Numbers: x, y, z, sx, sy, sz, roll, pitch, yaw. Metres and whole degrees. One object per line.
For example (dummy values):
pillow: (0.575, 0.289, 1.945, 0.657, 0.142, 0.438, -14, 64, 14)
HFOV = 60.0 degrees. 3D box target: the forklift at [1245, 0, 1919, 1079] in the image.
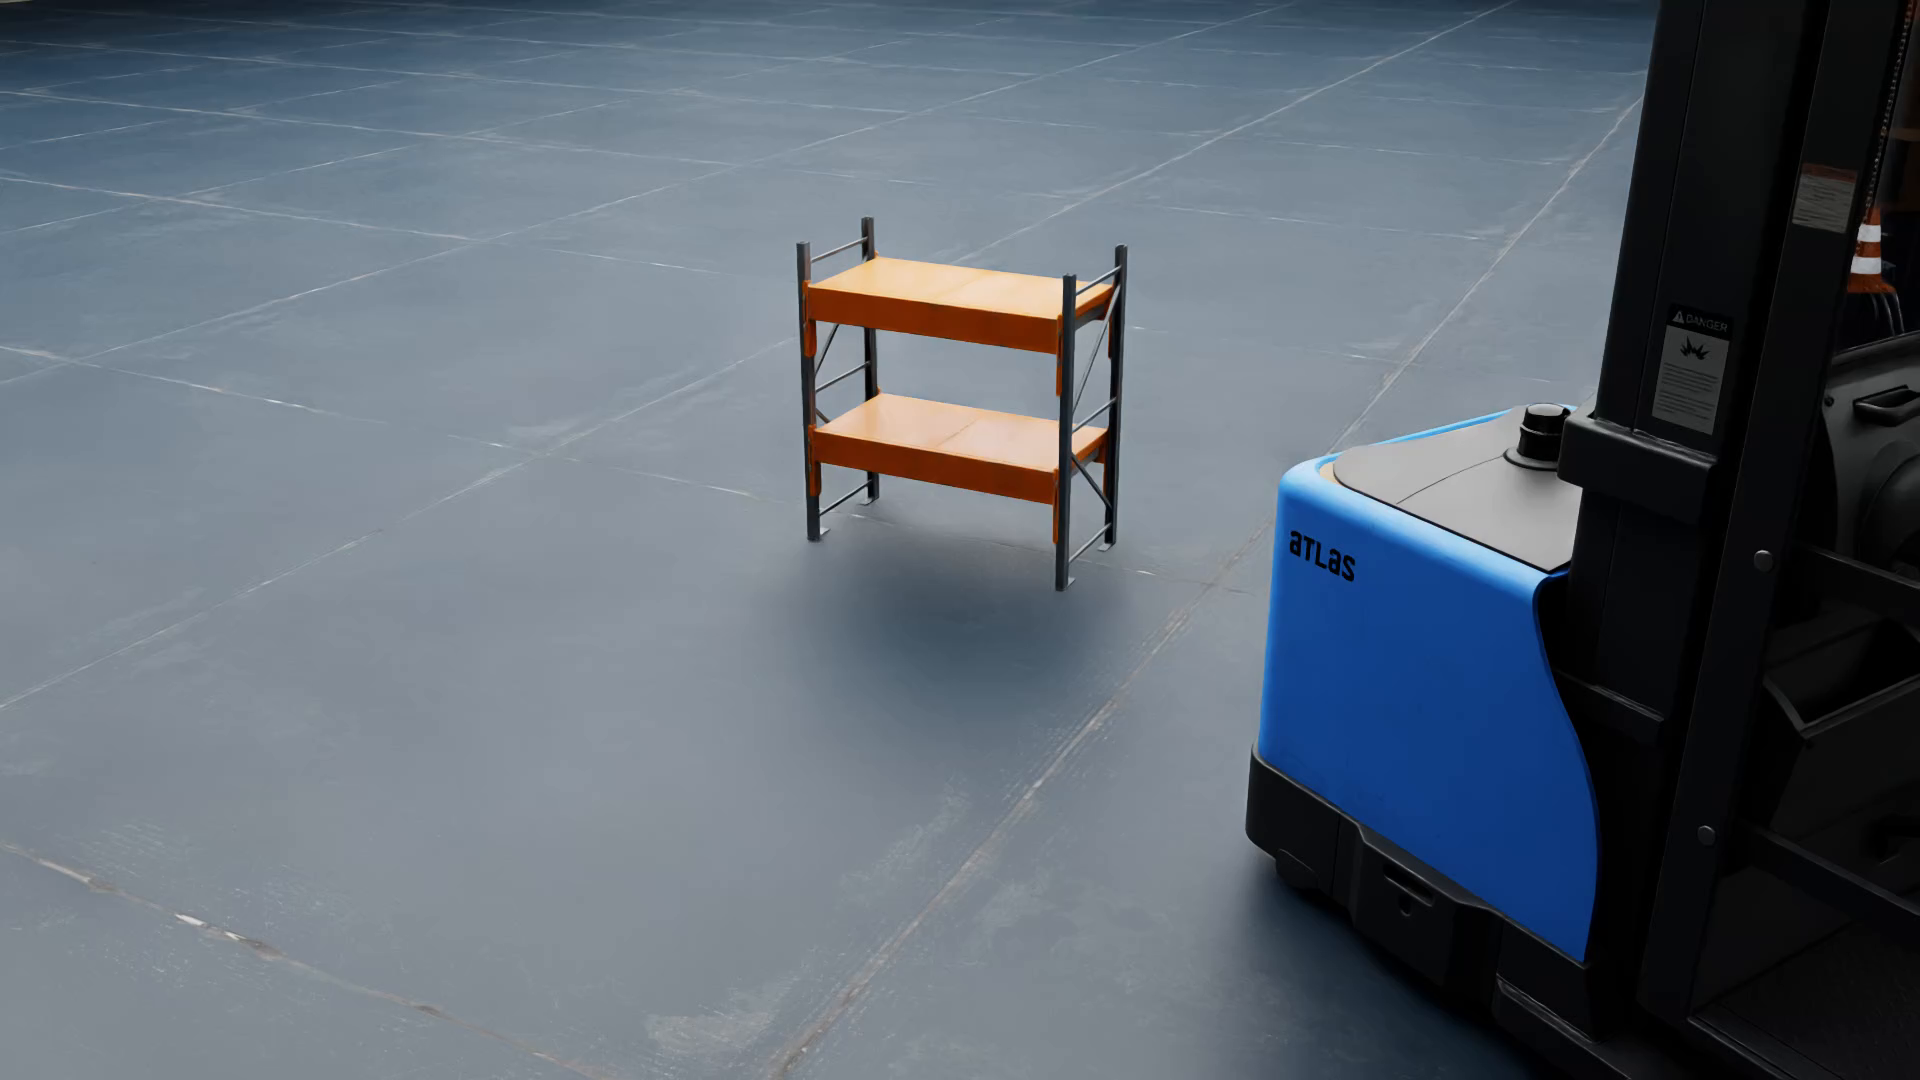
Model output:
forklift: (1.953, -0.151, 2.860, 1.130, 2.935, 3.031, -14, 27, -30)

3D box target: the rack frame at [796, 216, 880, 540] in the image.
rack frame: (-0.448, -0.606, 6.238, 0.032, 1.125, 0.500, 11, 25, 25)

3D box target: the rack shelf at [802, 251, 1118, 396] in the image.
rack shelf: (0.006, -0.786, 5.913, 1.000, 0.278, 0.538, 11, 25, 25)

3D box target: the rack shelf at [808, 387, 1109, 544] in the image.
rack shelf: (0.006, -0.291, 6.123, 1.000, 0.278, 0.538, 11, 25, 25)

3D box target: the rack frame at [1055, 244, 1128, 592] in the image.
rack frame: (0.460, -0.427, 5.816, 0.032, 1.125, 0.500, 11, 25, 25)

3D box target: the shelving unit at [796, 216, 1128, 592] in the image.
shelving unit: (0.006, -0.516, 6.027, 1.048, 1.125, 0.538, 11, 25, 25)
